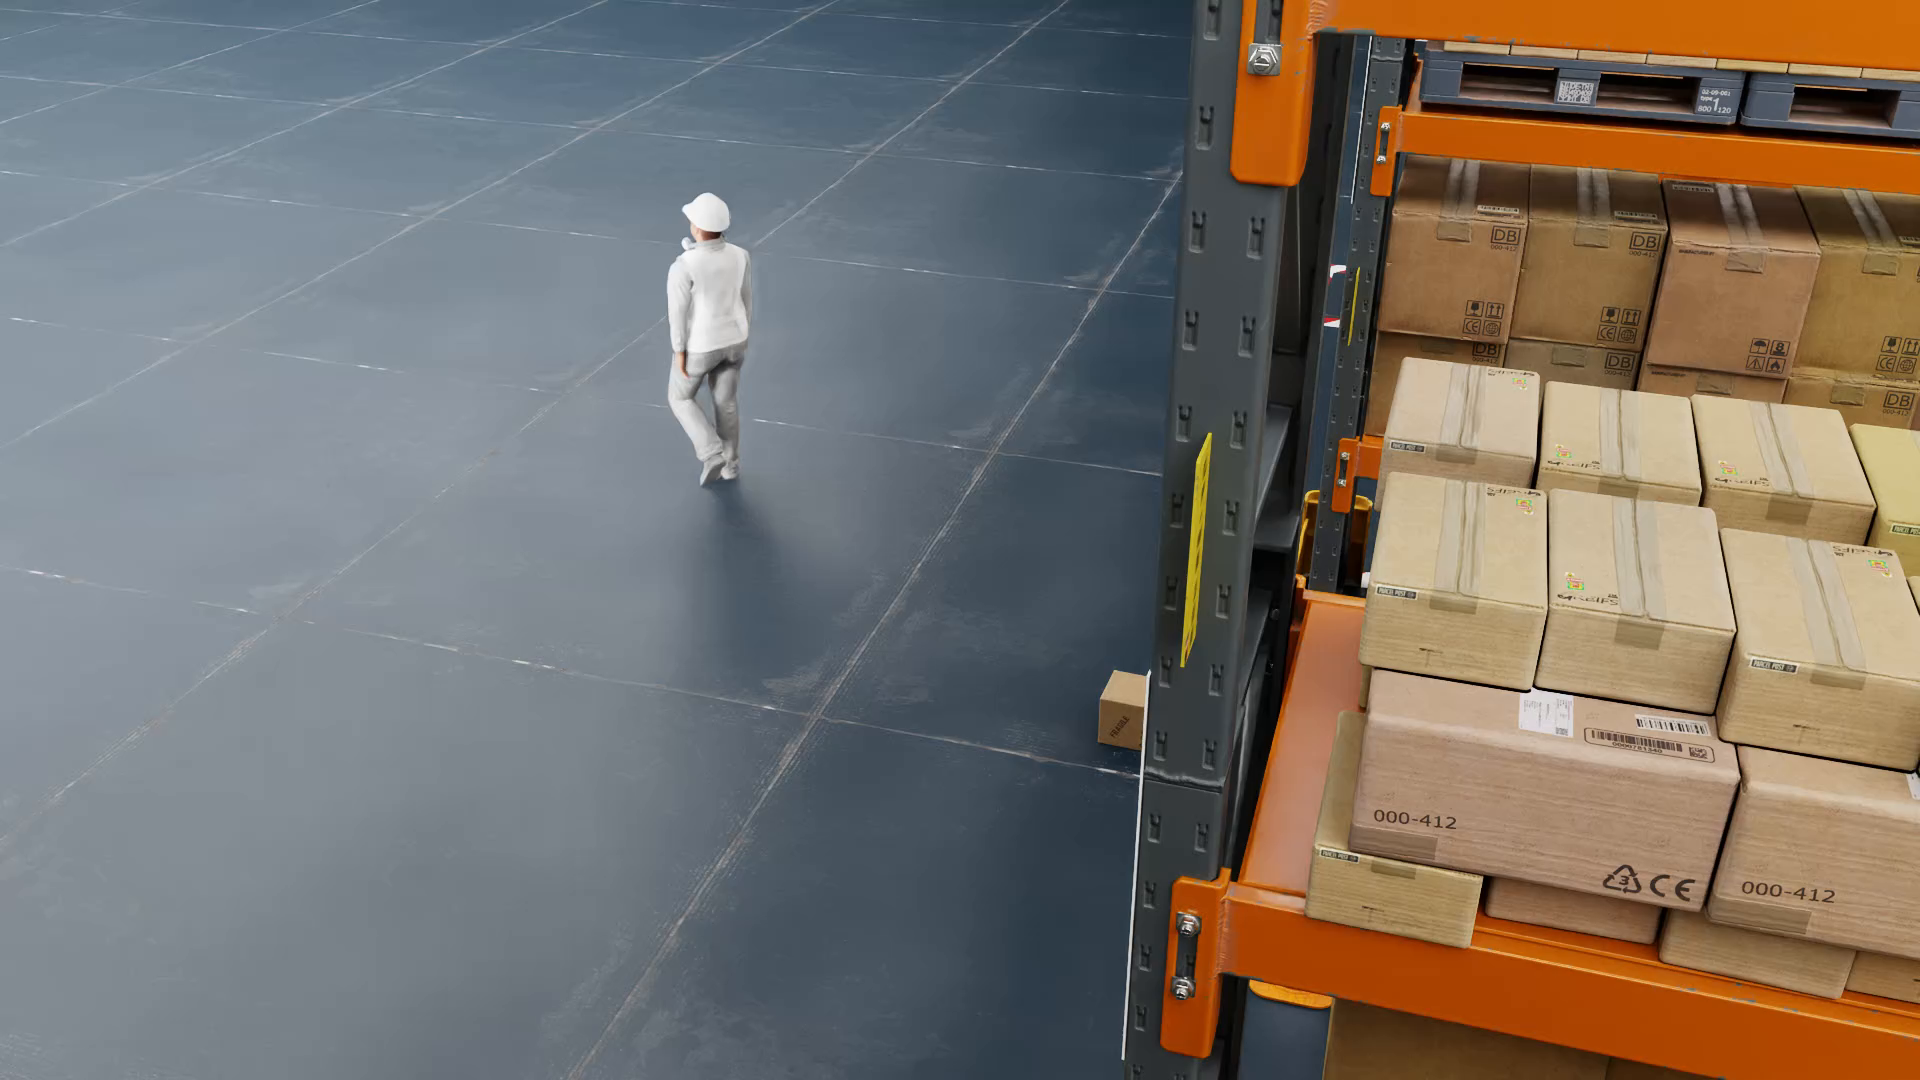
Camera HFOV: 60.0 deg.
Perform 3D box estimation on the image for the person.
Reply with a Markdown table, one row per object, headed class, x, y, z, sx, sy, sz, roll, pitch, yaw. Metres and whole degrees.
| class | x | y | z | sx | sy | sz | roll | pitch | yaw |
| --- | --- | --- | --- | --- | --- | --- | --- | --- | --- |
| person | -1.434 | -1.145 | 9.615 | 0.534 | 1.763 | 0.493 | -18 | 34 | -29 |
